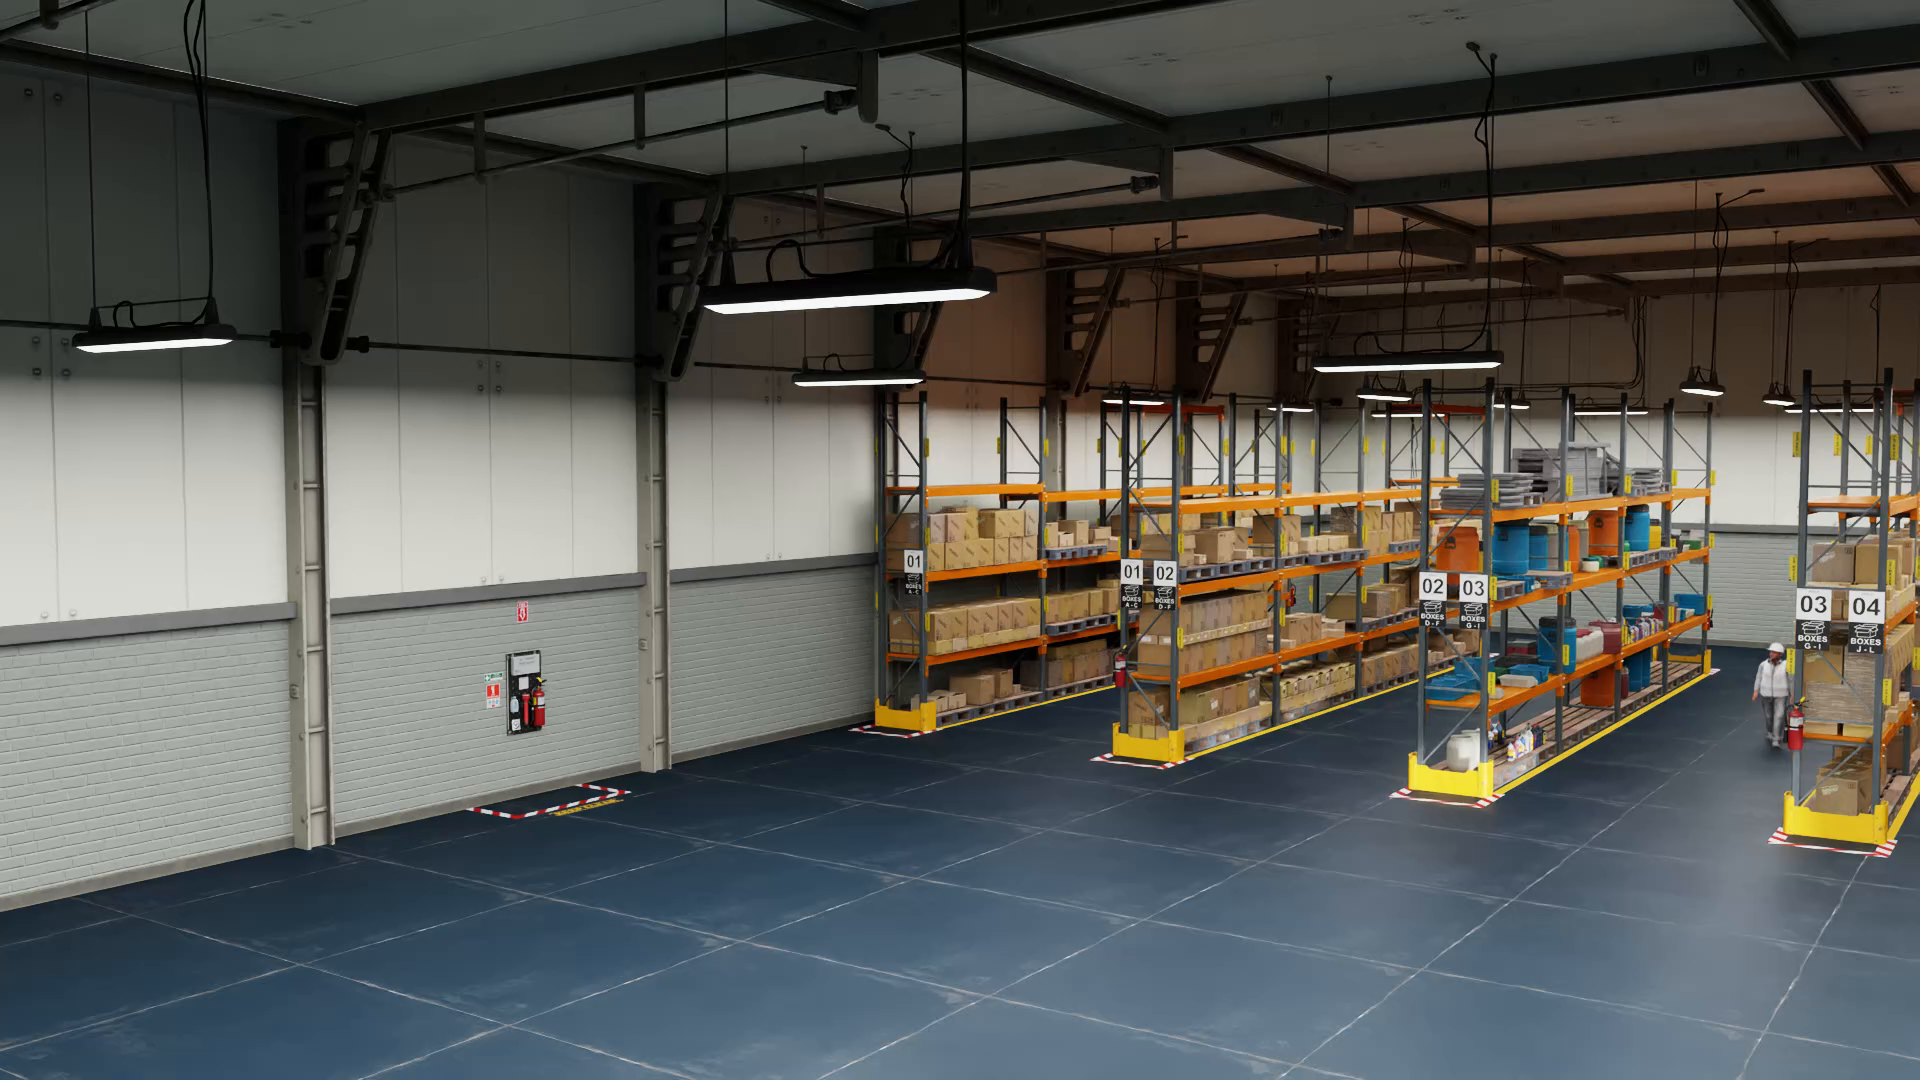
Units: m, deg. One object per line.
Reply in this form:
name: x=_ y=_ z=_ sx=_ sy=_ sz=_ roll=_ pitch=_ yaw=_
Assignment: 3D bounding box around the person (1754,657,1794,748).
person: x=13.663 y=2.712 z=27.900 sx=0.618 sy=1.472 sz=1.084 roll=2 pitch=4 yaw=32
